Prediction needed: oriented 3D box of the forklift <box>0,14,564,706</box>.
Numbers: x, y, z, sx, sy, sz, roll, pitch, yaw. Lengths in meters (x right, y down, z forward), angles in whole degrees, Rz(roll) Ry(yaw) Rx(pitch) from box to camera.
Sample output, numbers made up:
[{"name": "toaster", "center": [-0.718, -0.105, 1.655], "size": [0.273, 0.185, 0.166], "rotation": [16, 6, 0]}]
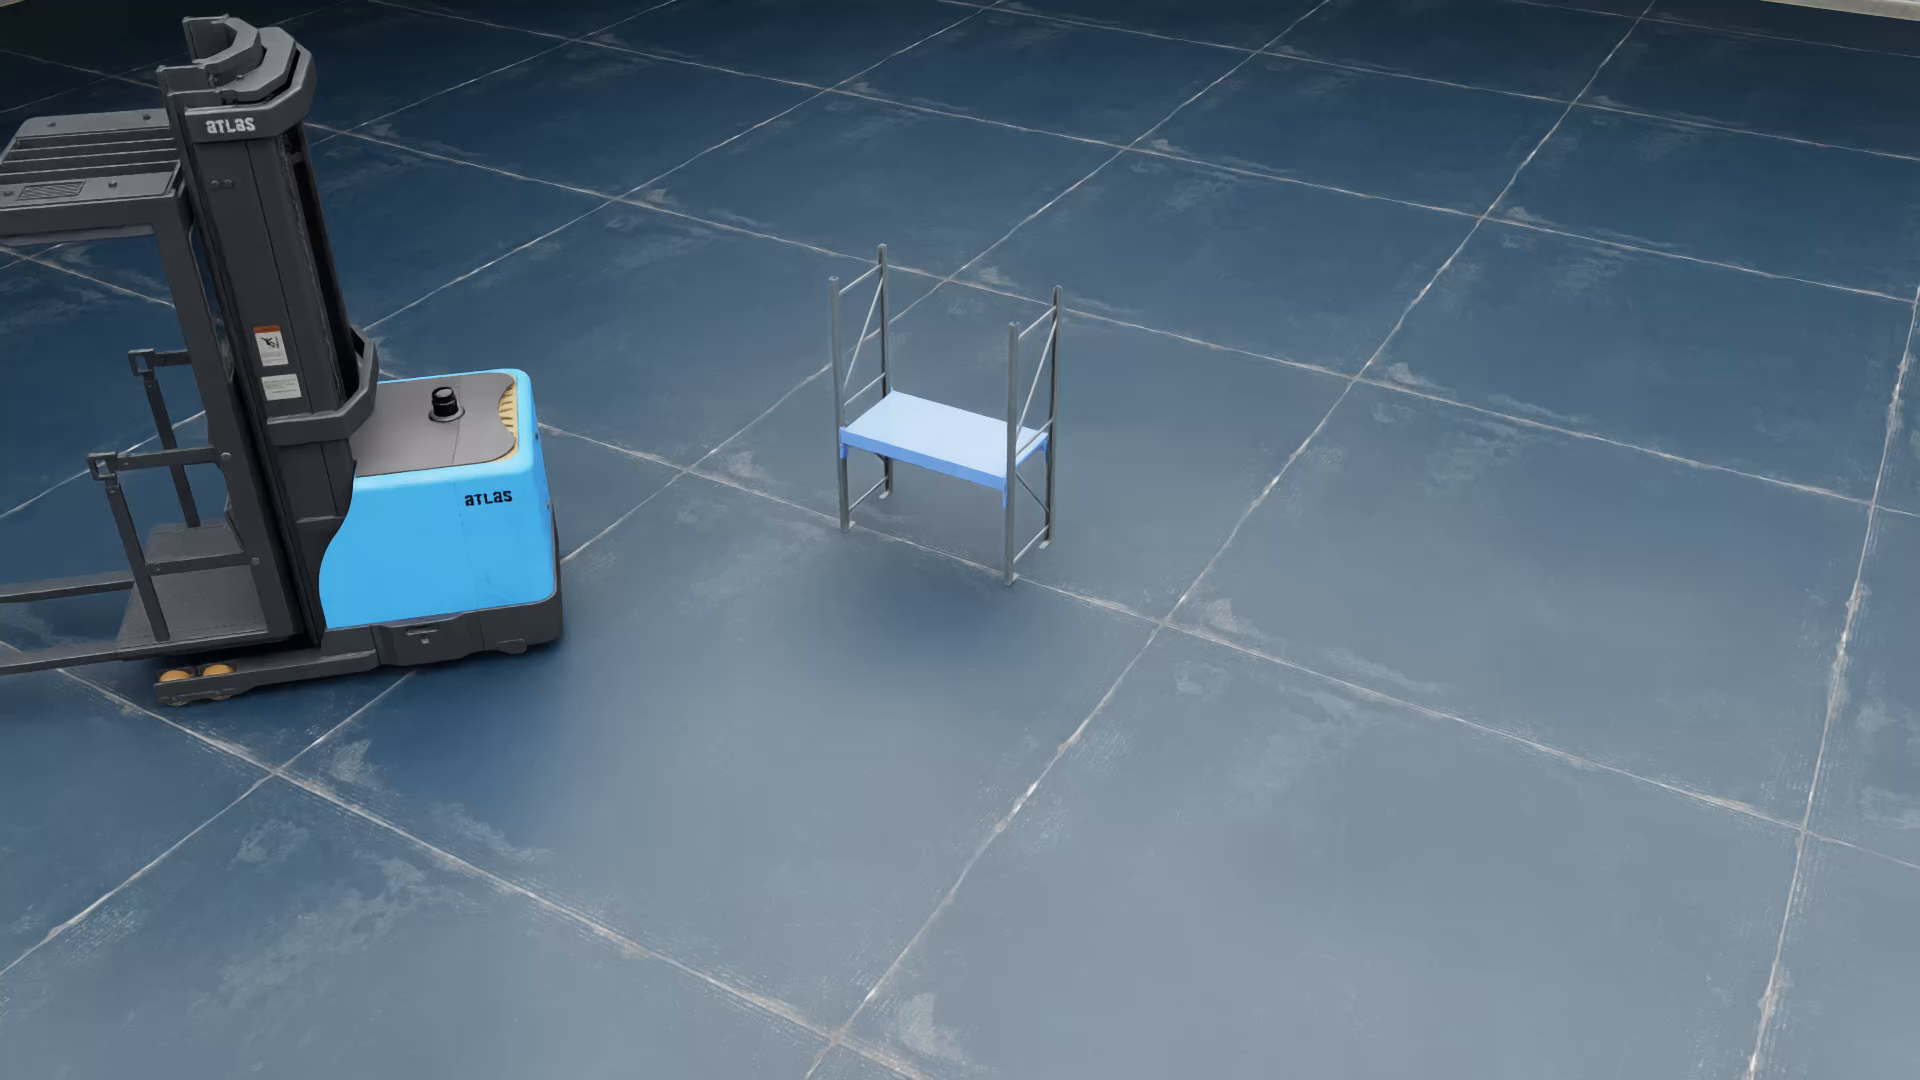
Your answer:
[{"name": "forklift", "center": [-3.535, -0.761, 7.519], "size": [3.031, 2.935, 1.130], "rotation": [-7, 34, -11]}]

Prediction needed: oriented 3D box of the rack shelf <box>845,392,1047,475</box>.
[{"name": "rack shelf", "center": [-0.074, -0.554, 8.703], "size": [0.952, 0.026, 0.459], "rotation": [18, 37, 24]}]

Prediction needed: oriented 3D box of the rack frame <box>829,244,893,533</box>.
[{"name": "rack frame", "center": [-0.515, -0.788, 8.850], "size": [0.032, 1.500, 0.500], "rotation": [18, 37, 24]}]

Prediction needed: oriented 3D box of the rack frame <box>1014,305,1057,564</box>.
[{"name": "rack frame", "center": [0.366, -0.507, 8.429], "size": [0.013, 1.308, 0.475], "rotation": [18, 37, 24]}]

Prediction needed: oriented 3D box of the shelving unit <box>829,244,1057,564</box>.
[{"name": "shelving unit", "center": [-0.078, -0.649, 8.642], "size": [1.039, 1.500, 0.500], "rotation": [18, 37, 24]}]
